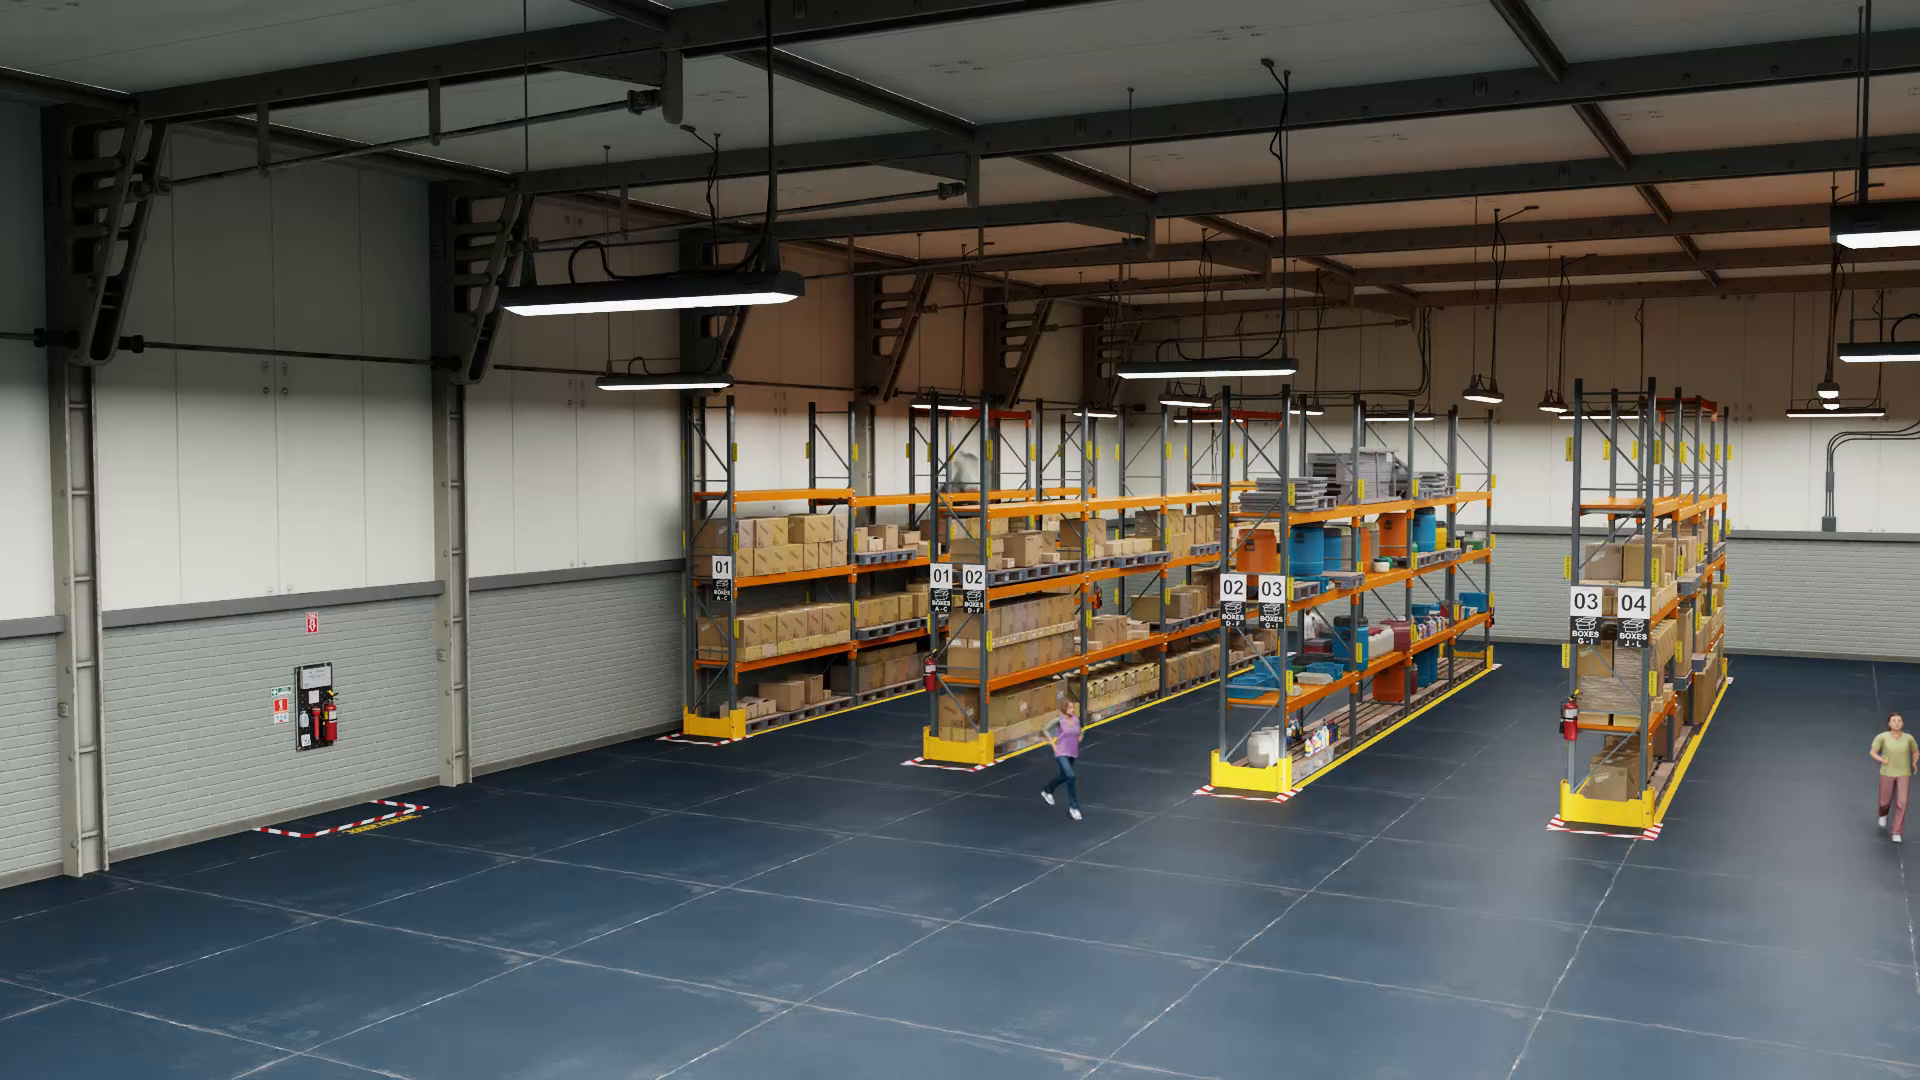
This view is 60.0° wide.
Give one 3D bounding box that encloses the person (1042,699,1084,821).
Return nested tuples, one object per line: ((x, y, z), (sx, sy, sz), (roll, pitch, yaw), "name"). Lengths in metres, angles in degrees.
((1.445, 3.004, 22.983), (0.506, 1.632, 0.915), (-2, 4, -39), "person")

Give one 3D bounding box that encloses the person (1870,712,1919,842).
((12.119, 3.048, 21.552), (0.588, 1.632, 0.788), (1, 3, 22), "person")

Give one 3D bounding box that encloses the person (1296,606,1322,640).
((7.770, 2.218, 37.085), (0.548, 1.698, 0.681), (1, 3, 21), "person")
